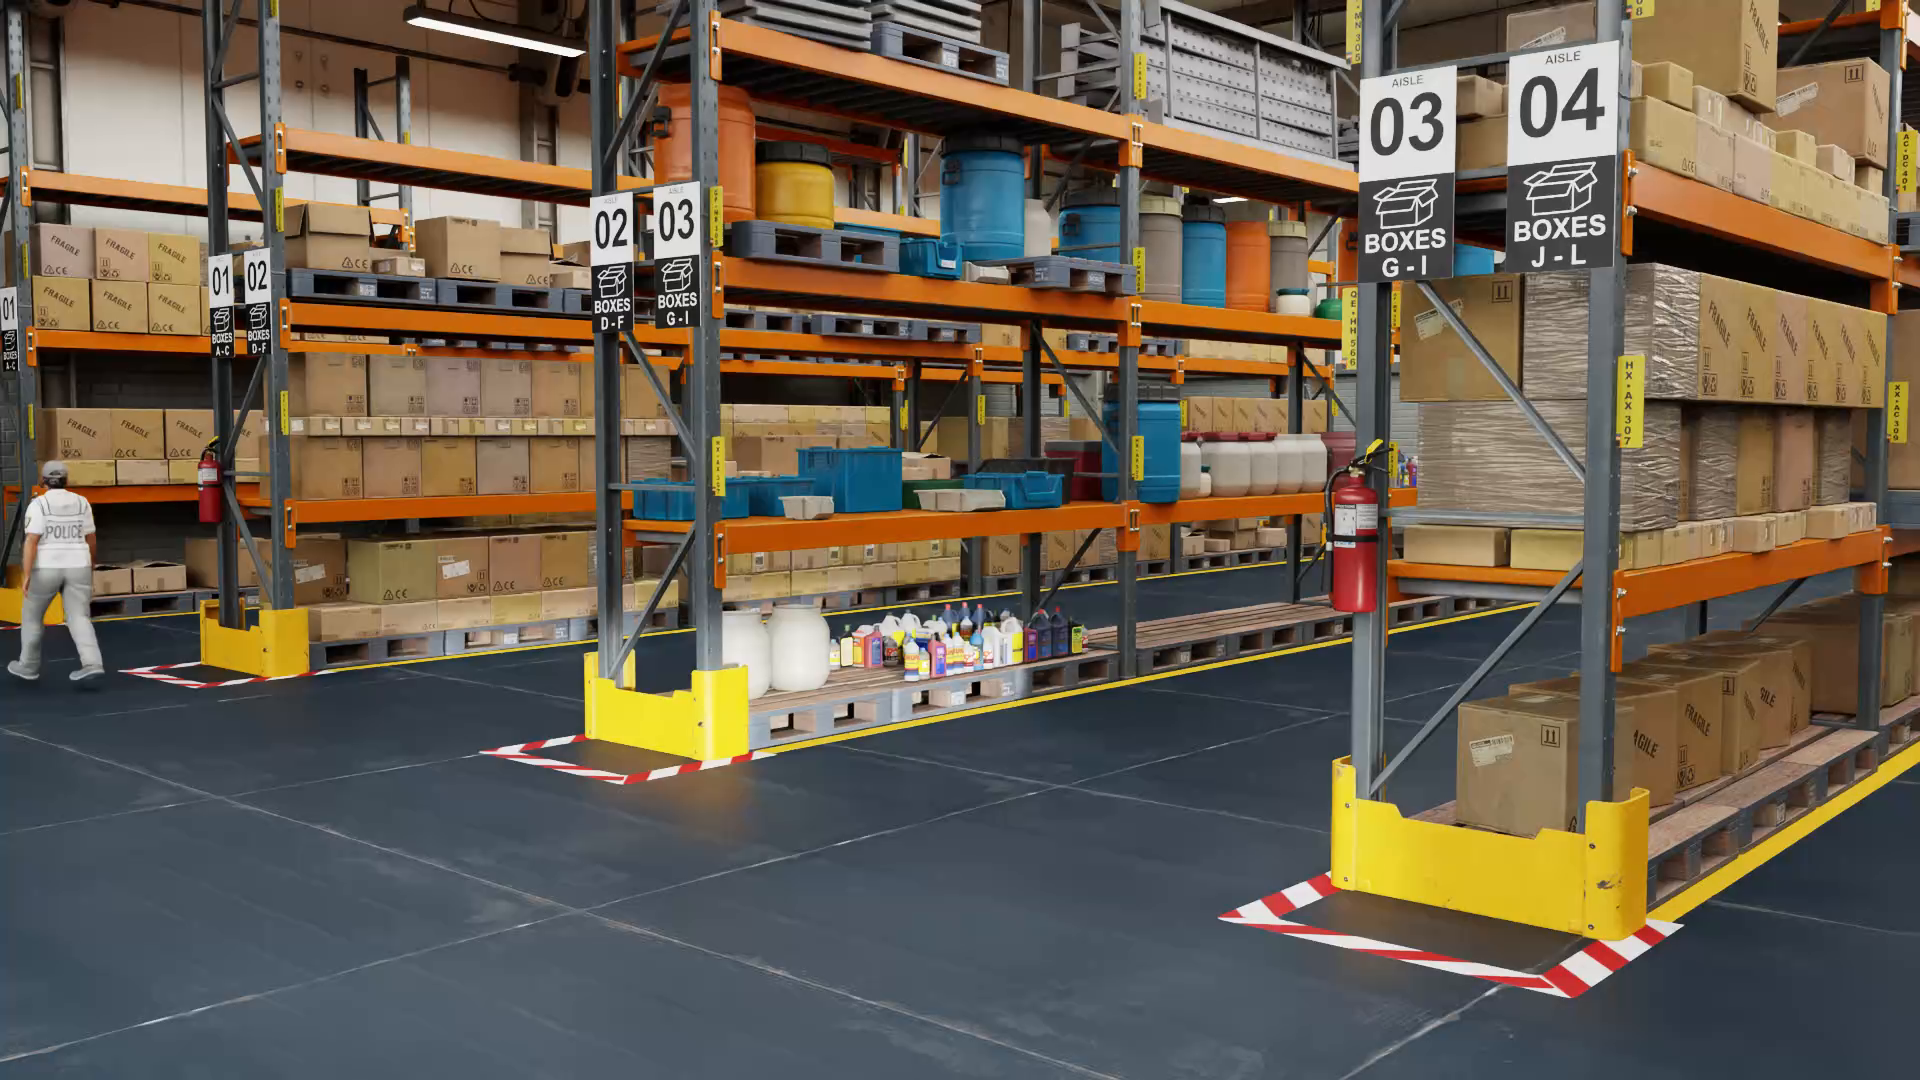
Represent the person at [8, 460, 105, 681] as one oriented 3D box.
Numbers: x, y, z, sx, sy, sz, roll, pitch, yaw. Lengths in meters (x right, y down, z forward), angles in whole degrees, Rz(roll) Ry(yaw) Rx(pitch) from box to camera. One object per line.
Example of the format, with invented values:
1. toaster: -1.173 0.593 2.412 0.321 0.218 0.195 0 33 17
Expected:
1. person: -6.556 0.228 12.063 1.036 1.610 0.558 3 5 42
